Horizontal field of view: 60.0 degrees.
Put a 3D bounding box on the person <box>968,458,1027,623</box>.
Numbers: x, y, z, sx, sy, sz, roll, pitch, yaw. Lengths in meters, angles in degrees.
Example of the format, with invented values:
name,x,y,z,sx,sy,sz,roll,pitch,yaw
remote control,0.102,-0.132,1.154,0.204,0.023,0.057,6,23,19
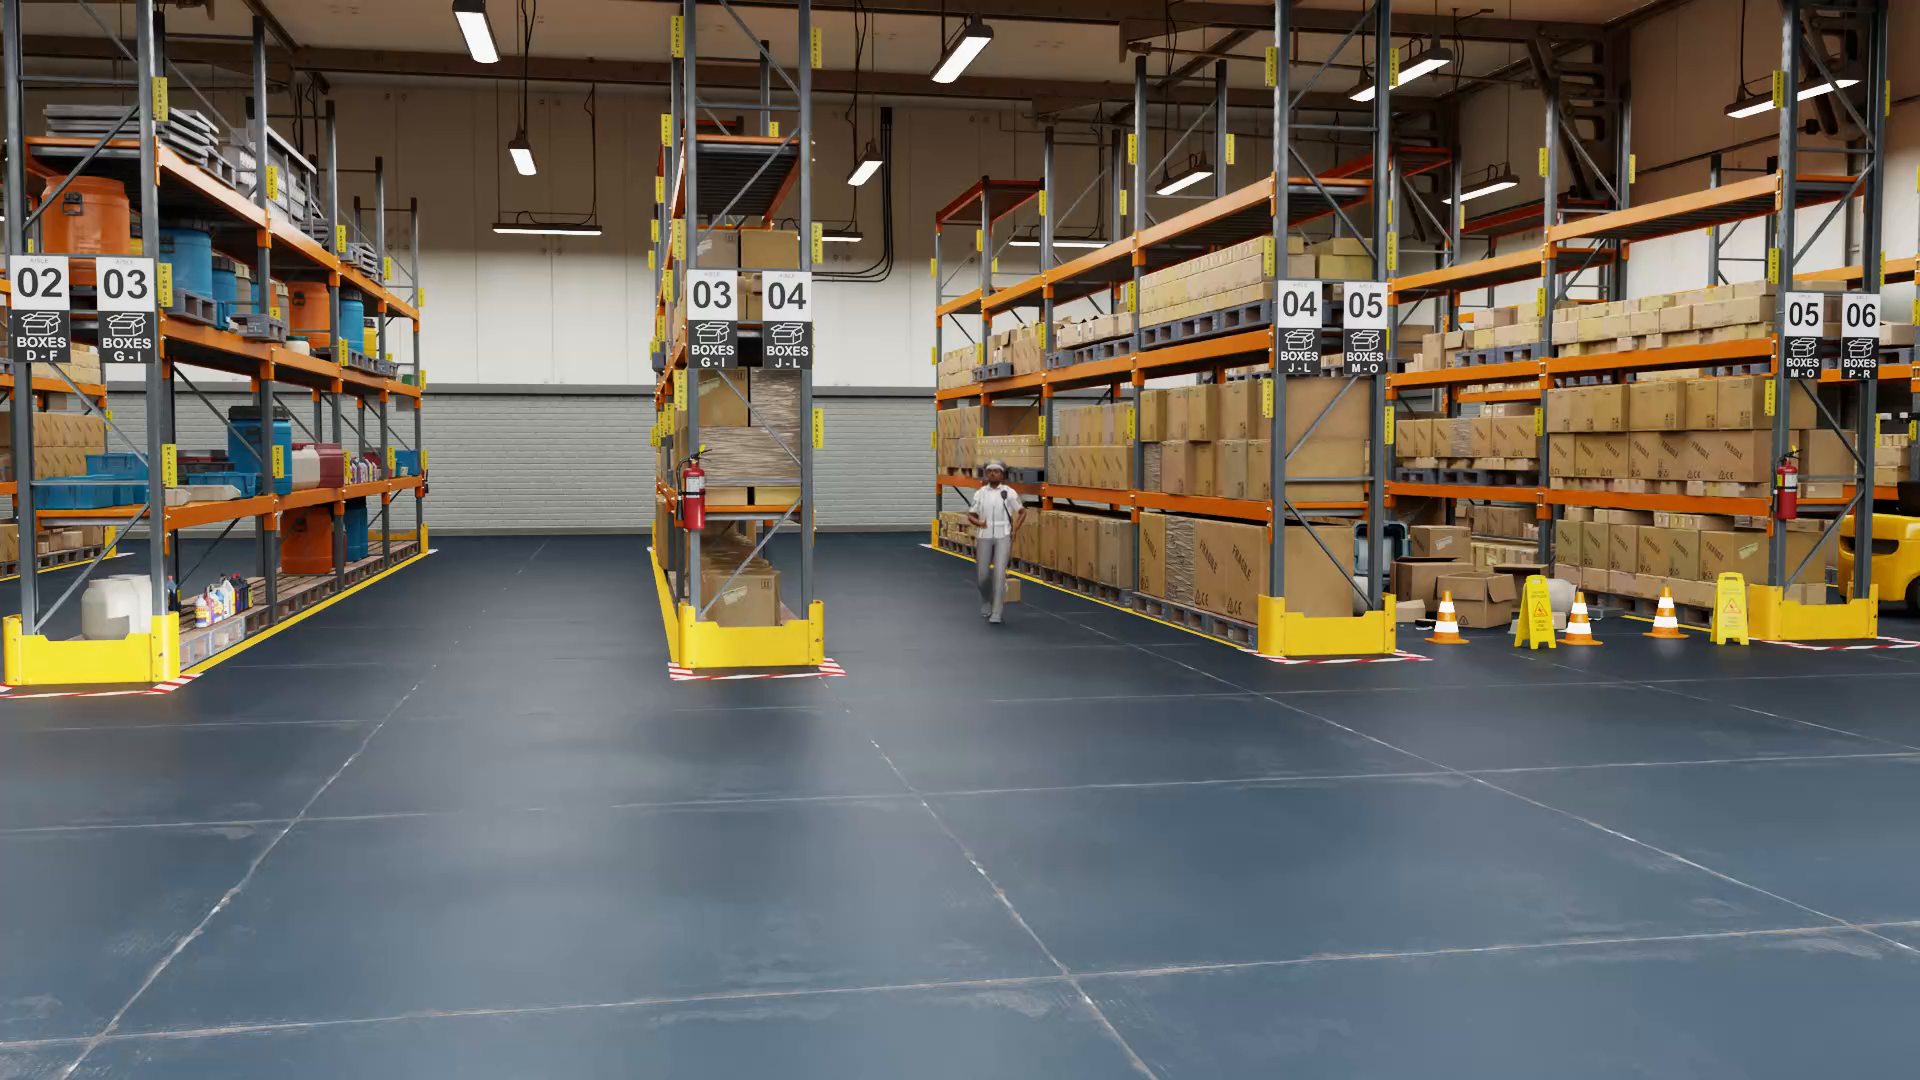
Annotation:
name,x,y,z,sx,sy,sz,roll,pitch,yaw
person,0.364,-0.005,17.002,0.592,1.662,0.698,1,3,10
